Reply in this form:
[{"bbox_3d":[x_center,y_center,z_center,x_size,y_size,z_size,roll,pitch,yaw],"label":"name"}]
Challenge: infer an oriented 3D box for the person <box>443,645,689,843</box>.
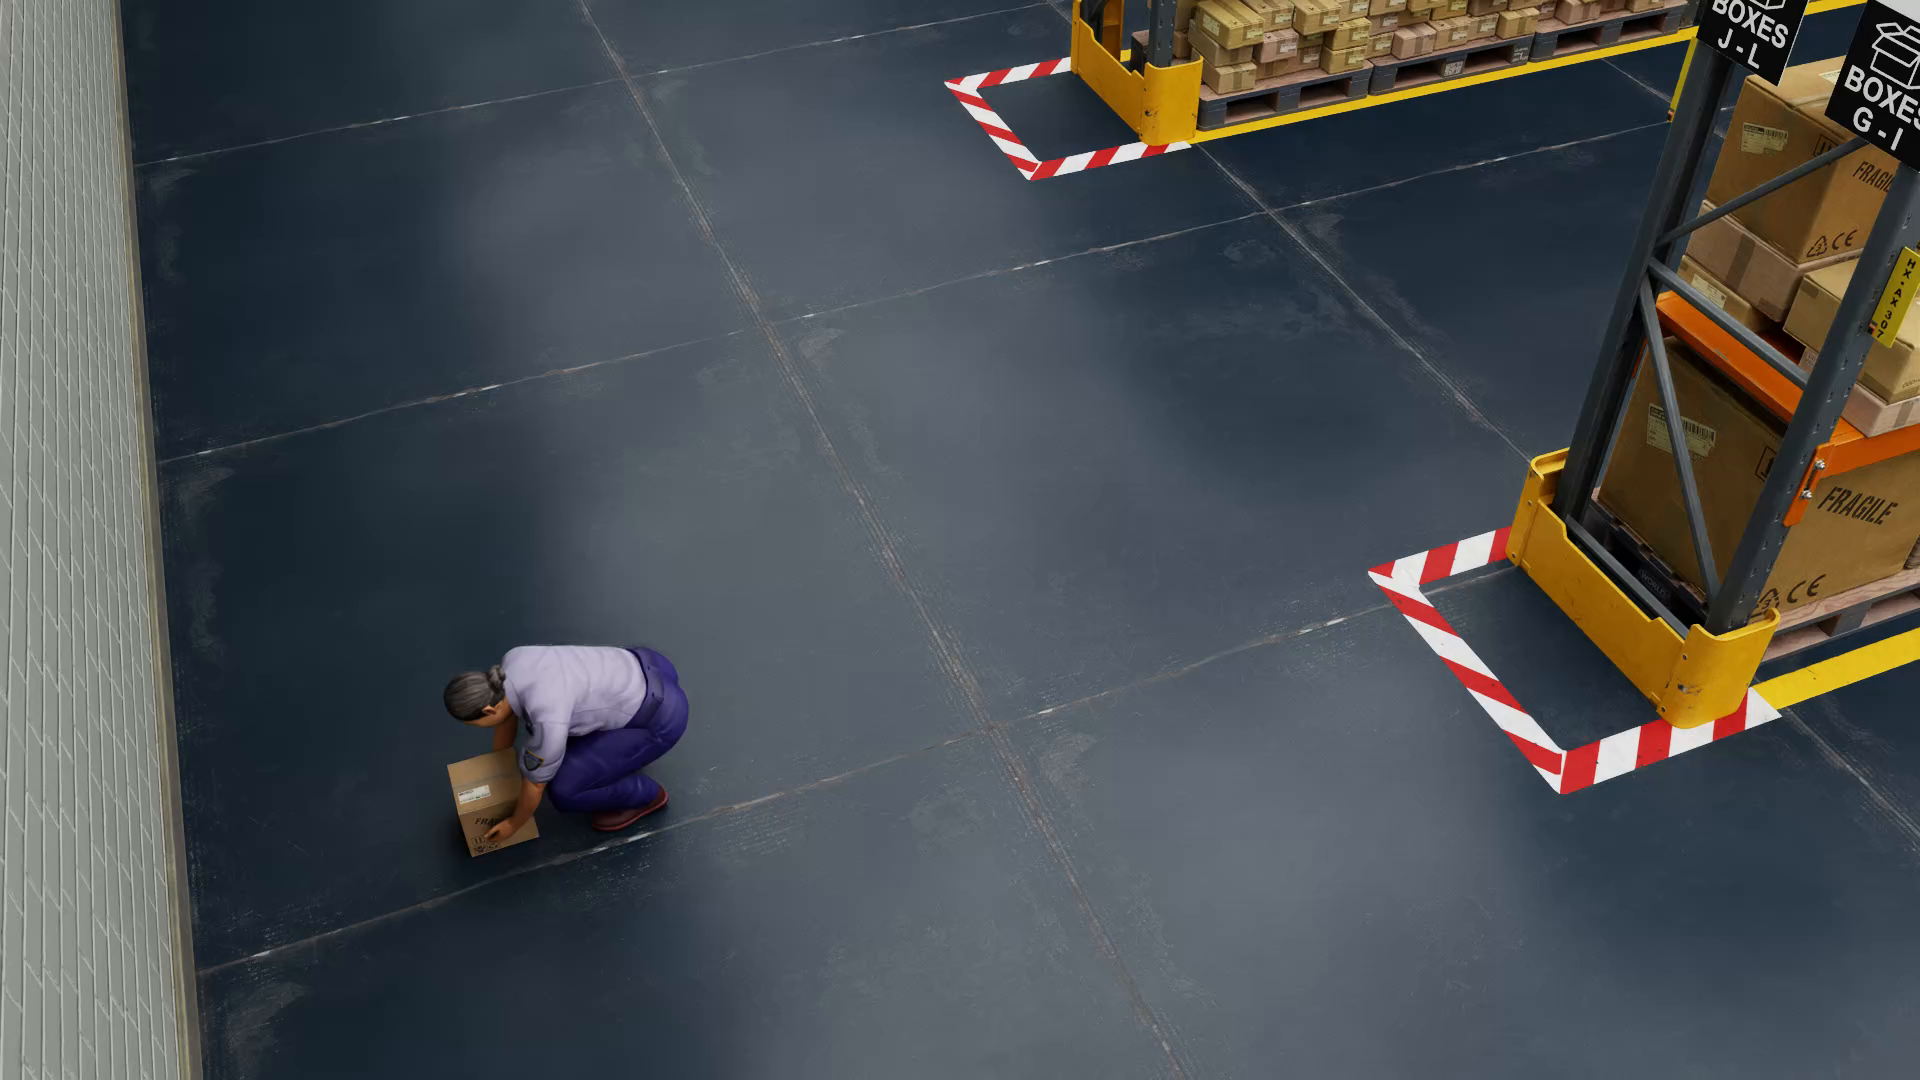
[{"bbox_3d":[-1.403,0.667,6.039,0.824,0.843,0.523,-15,44,-16],"label":"person"}]
